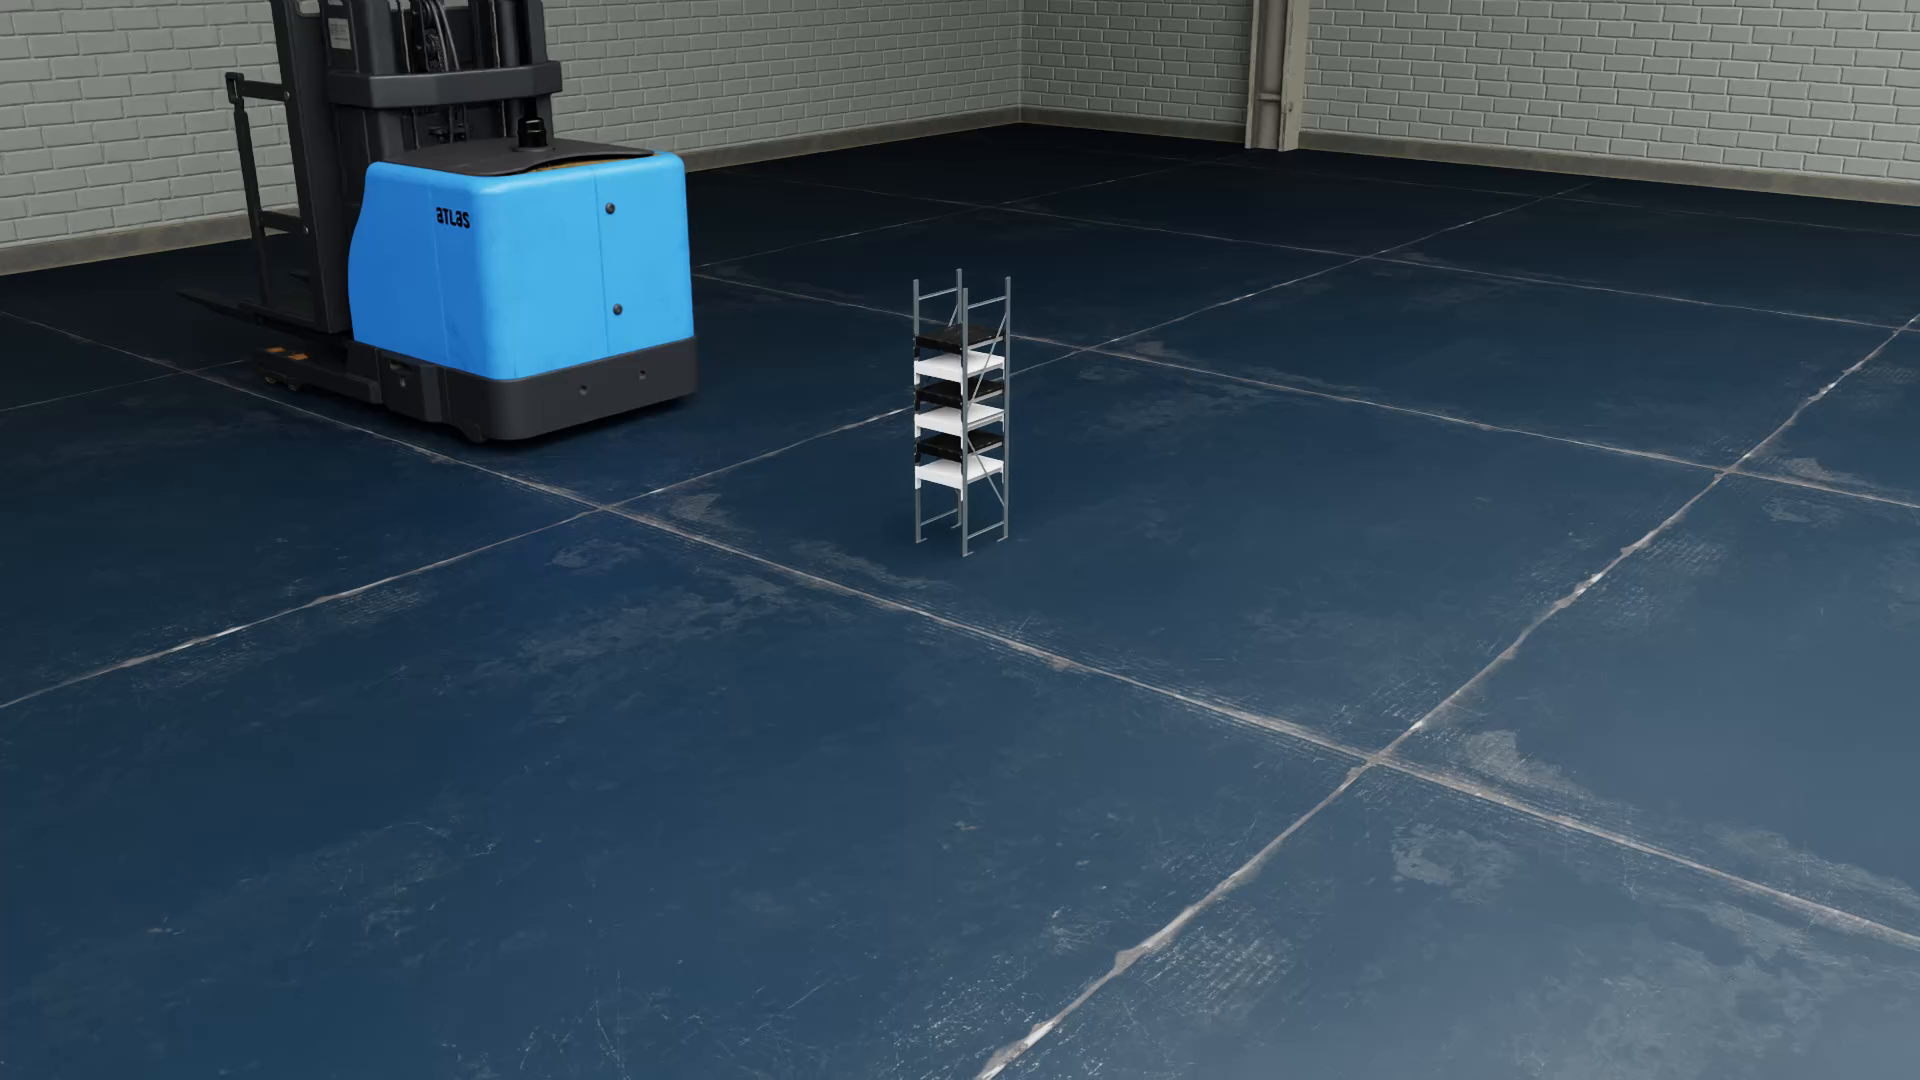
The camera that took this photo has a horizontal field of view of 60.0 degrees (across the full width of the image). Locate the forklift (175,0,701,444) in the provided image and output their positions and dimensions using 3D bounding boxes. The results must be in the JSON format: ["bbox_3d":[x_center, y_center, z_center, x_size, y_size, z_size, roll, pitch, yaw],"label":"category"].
[{"bbox_3d":[-2.574,-2.163,7.250,3.031,2.935,1.130,17,26,37],"label":"forklift"}]

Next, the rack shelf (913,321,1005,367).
[{"bbox_3d":[0.006,-0.641,5.421,0.200,0.077,0.258,16,26,36],"label":"rack shelf"}]

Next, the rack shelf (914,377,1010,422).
[{"bbox_3d":[0.006,-0.472,5.485,0.200,0.077,0.258,16,26,36],"label":"rack shelf"}]

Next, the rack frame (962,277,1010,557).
[{"bbox_3d":[0.085,-0.397,5.444,0.006,0.900,0.240,16,26,36],"label":"rack frame"}]

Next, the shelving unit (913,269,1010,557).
[{"bbox_3d":[0.006,-0.419,5.505,0.210,0.900,0.258,16,26,36],"label":"shelving unit"}]

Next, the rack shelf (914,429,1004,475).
[{"bbox_3d":[0.006,-0.304,5.548,0.200,0.077,0.258,16,26,36],"label":"rack shelf"}]

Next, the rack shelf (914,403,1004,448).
[{"bbox_3d":[0.006,-0.388,5.516,0.200,0.077,0.258,16,26,36],"label":"rack shelf"}]

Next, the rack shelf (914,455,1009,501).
[{"bbox_3d":[0.006,-0.220,5.580,0.200,0.077,0.258,16,26,36],"label":"rack shelf"}]

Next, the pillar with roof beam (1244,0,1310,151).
[{"bbox_3d":[0.114,-6.600,10.417,0.400,9.000,9.100,16,26,36],"label":"pillar with roof beam"}]

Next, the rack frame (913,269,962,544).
[{"bbox_3d":[-0.072,-0.442,5.565,0.006,0.900,0.240,16,26,36],"label":"rack frame"}]

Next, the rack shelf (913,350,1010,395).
[{"bbox_3d":[0.006,-0.556,5.453,0.200,0.077,0.258,16,26,36],"label":"rack shelf"}]
